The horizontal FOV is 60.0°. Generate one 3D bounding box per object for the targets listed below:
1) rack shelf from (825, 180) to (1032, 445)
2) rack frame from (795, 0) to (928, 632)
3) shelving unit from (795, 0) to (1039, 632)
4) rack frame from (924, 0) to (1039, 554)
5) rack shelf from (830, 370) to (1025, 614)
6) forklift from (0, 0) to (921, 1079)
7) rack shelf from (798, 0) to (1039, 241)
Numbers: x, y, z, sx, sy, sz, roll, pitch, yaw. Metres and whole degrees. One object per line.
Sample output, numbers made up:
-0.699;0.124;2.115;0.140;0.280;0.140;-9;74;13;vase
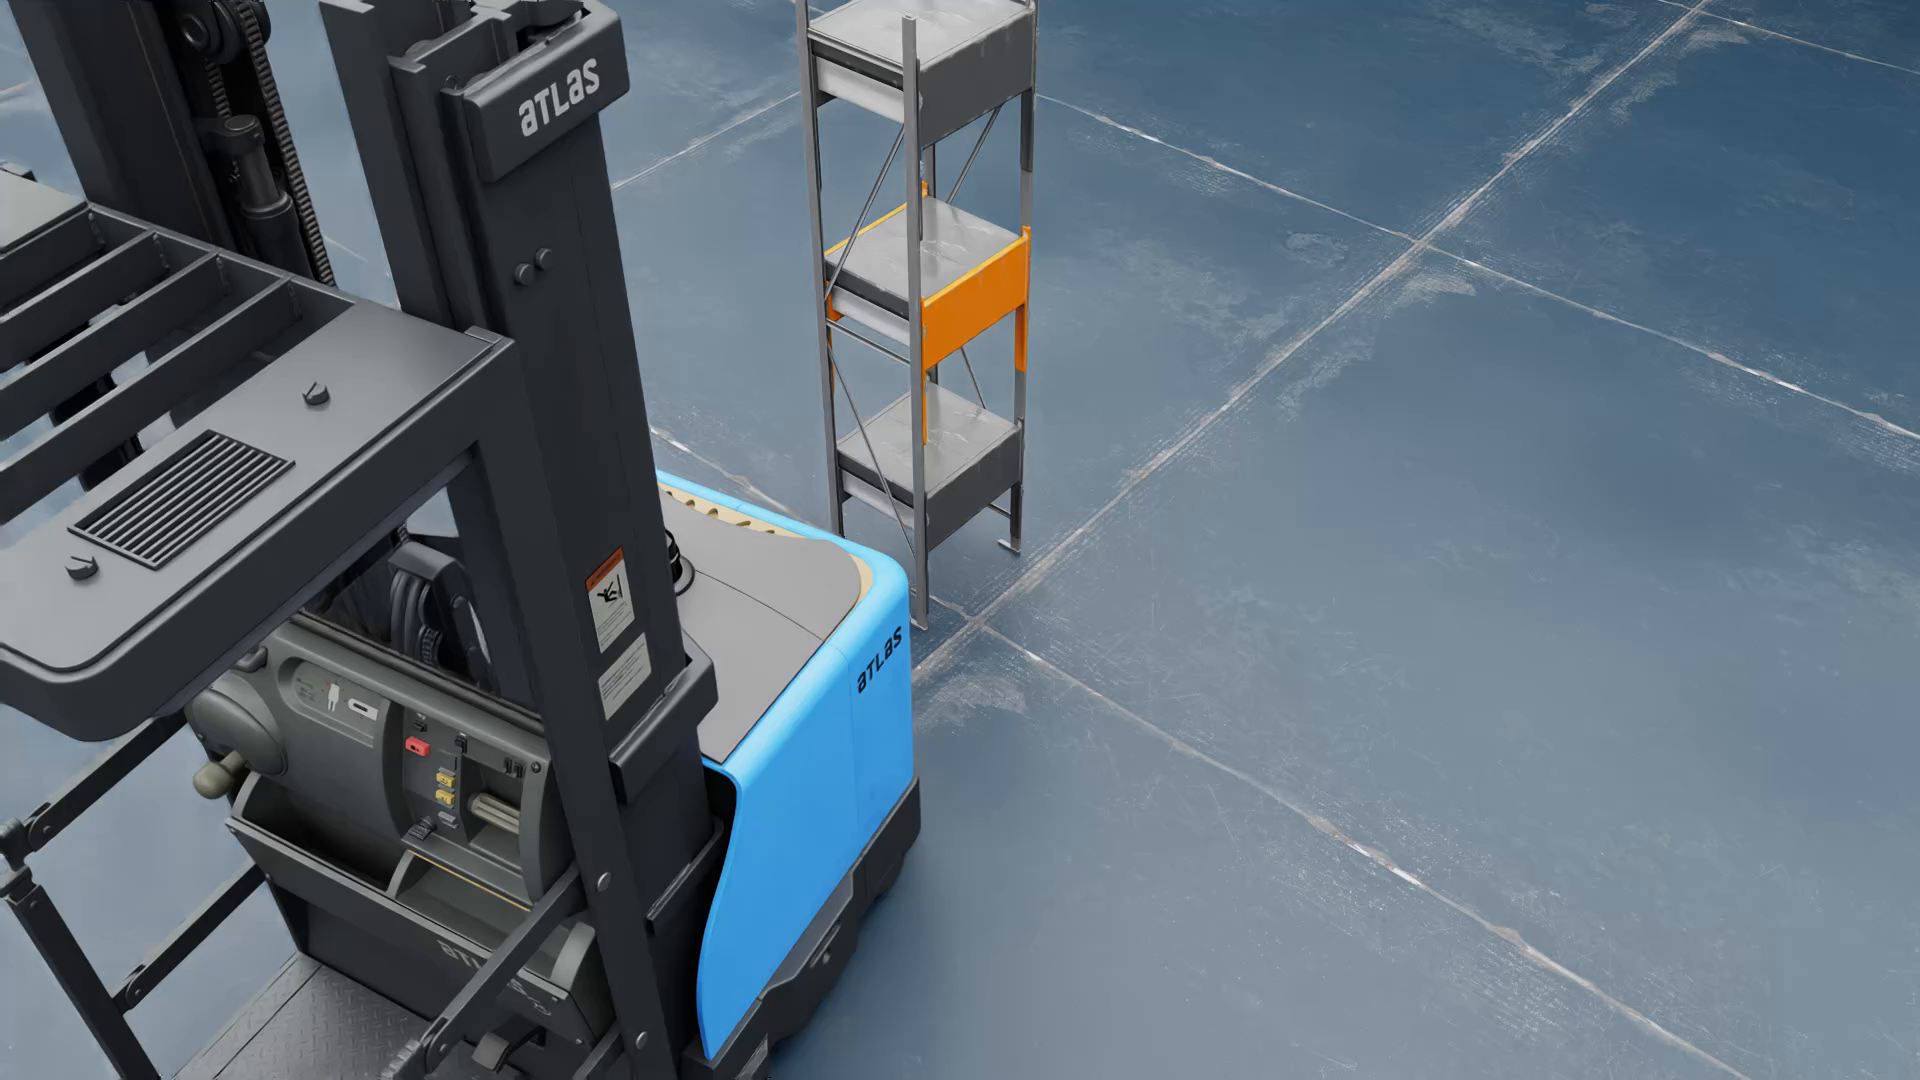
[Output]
-0.107;-0.682;4.959;0.431;0.518;0.480;29;50;28;rack shelf
-0.264;-0.566;4.812;0.400;2.100;0.015;29;50;28;rack frame
-0.107;-0.692;4.950;0.431;2.100;0.503;29;50;28;shelving unit
0.050;-0.817;5.088;0.400;2.100;0.015;29;50;28;rack frame
-0.107;-0.164;5.430;0.431;0.518;0.480;29;50;28;rack shelf
-1.254;0.484;3.039;1.130;2.935;3.031;20;46;21;forklift
-0.107;-1.199;4.488;0.431;0.518;0.480;29;50;28;rack shelf
